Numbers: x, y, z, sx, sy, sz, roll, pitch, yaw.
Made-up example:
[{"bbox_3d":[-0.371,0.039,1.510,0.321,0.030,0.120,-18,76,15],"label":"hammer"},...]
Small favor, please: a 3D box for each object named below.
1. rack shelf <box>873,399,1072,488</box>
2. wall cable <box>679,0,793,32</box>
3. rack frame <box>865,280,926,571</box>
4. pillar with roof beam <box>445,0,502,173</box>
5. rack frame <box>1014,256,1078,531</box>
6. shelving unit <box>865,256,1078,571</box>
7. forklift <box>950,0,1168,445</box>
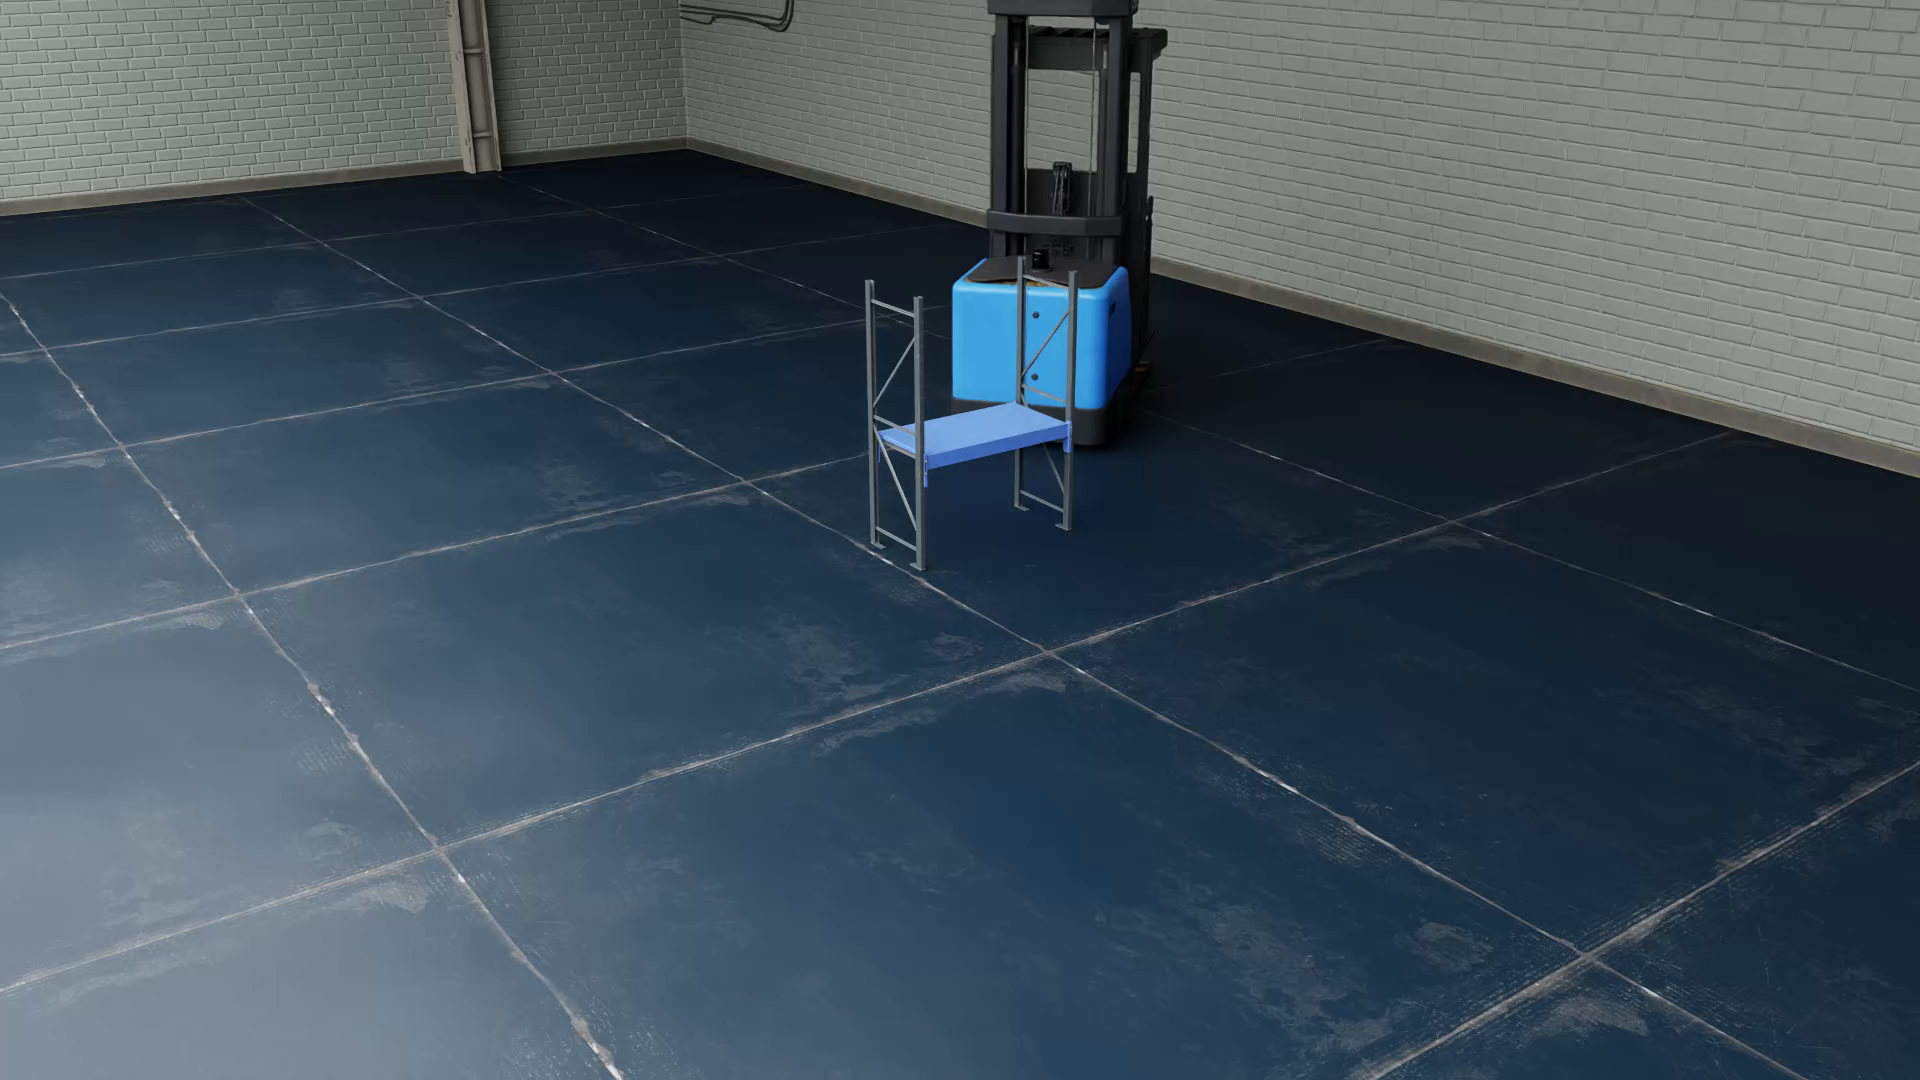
[{"bbox_3d":[0.069,-0.548,9.231,1.000,0.185,0.538,-15,26,-33],"label":"rack shelf"},{"bbox_3d":[-2.924,-7.692,20.721,0.112,2.526,3.097,-15,26,-33],"label":"wall cable"},{"bbox_3d":[-0.343,-0.605,8.889,0.032,1.500,0.500,-15,26,-33],"label":"rack frame"},{"bbox_3d":[-3.574,-7.599,16.298,0.400,9.000,9.100,-15,26,-33],"label":"pillar with roof beam"},{"bbox_3d":[0.482,-0.825,9.440,0.032,1.500,0.500,-15,26,-33],"label":"rack frame"},{"bbox_3d":[0.069,-0.715,9.165,1.048,1.500,0.538,-15,26,-33],"label":"shelving unit"},{"bbox_3d":[0.809,-2.488,11.678,1.130,2.935,3.031,6,22,14],"label":"forklift"}]
